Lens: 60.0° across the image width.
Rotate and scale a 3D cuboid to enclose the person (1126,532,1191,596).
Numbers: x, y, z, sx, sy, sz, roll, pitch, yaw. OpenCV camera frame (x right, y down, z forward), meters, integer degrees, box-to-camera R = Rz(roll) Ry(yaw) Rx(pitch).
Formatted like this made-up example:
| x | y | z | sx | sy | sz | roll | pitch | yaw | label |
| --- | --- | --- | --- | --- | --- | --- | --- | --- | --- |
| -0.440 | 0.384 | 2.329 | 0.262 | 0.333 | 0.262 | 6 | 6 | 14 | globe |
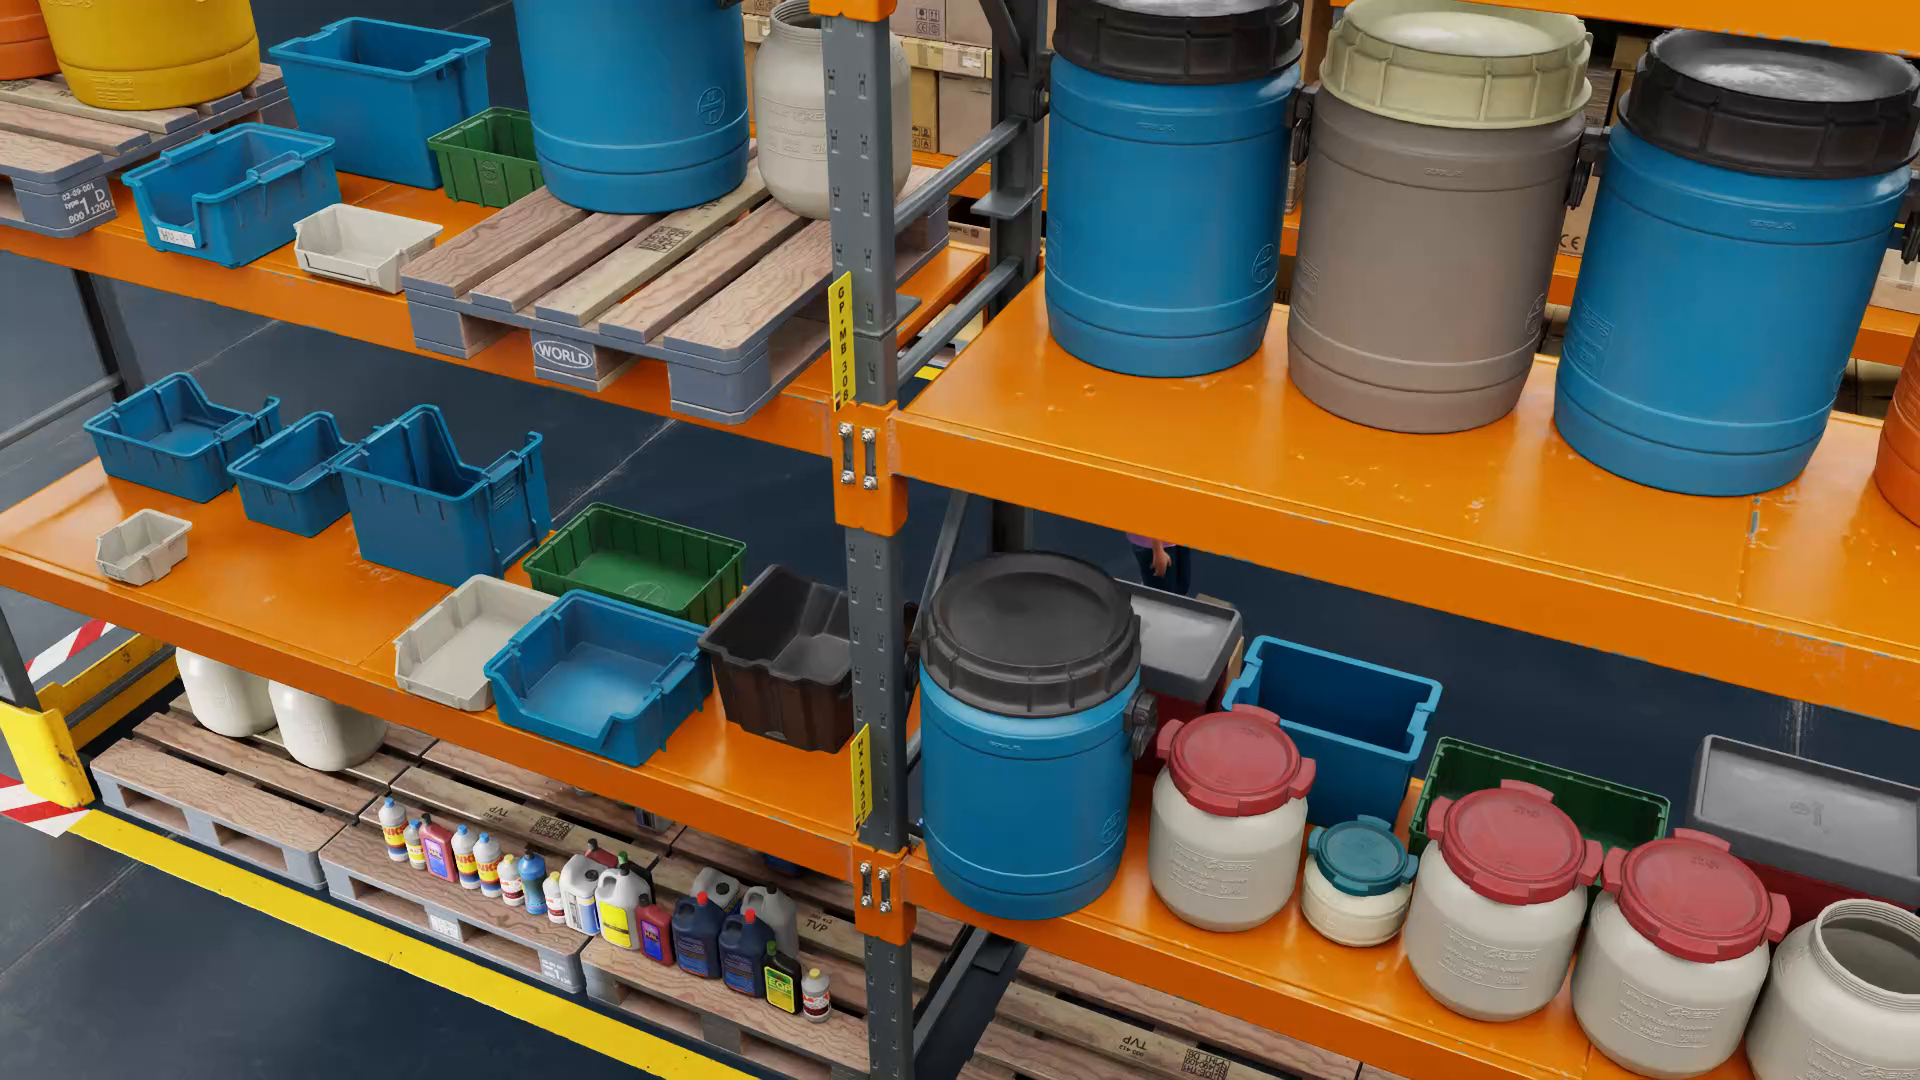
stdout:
| x | y | z | sx | sy | sz | roll | pitch | yaw | label |
| --- | --- | --- | --- | --- | --- | --- | --- | --- | --- |
| 0.897 | -0.031 | 7.199 | 0.348 | 1.592 | 0.471 | 13 | 36 | 18 | person |
